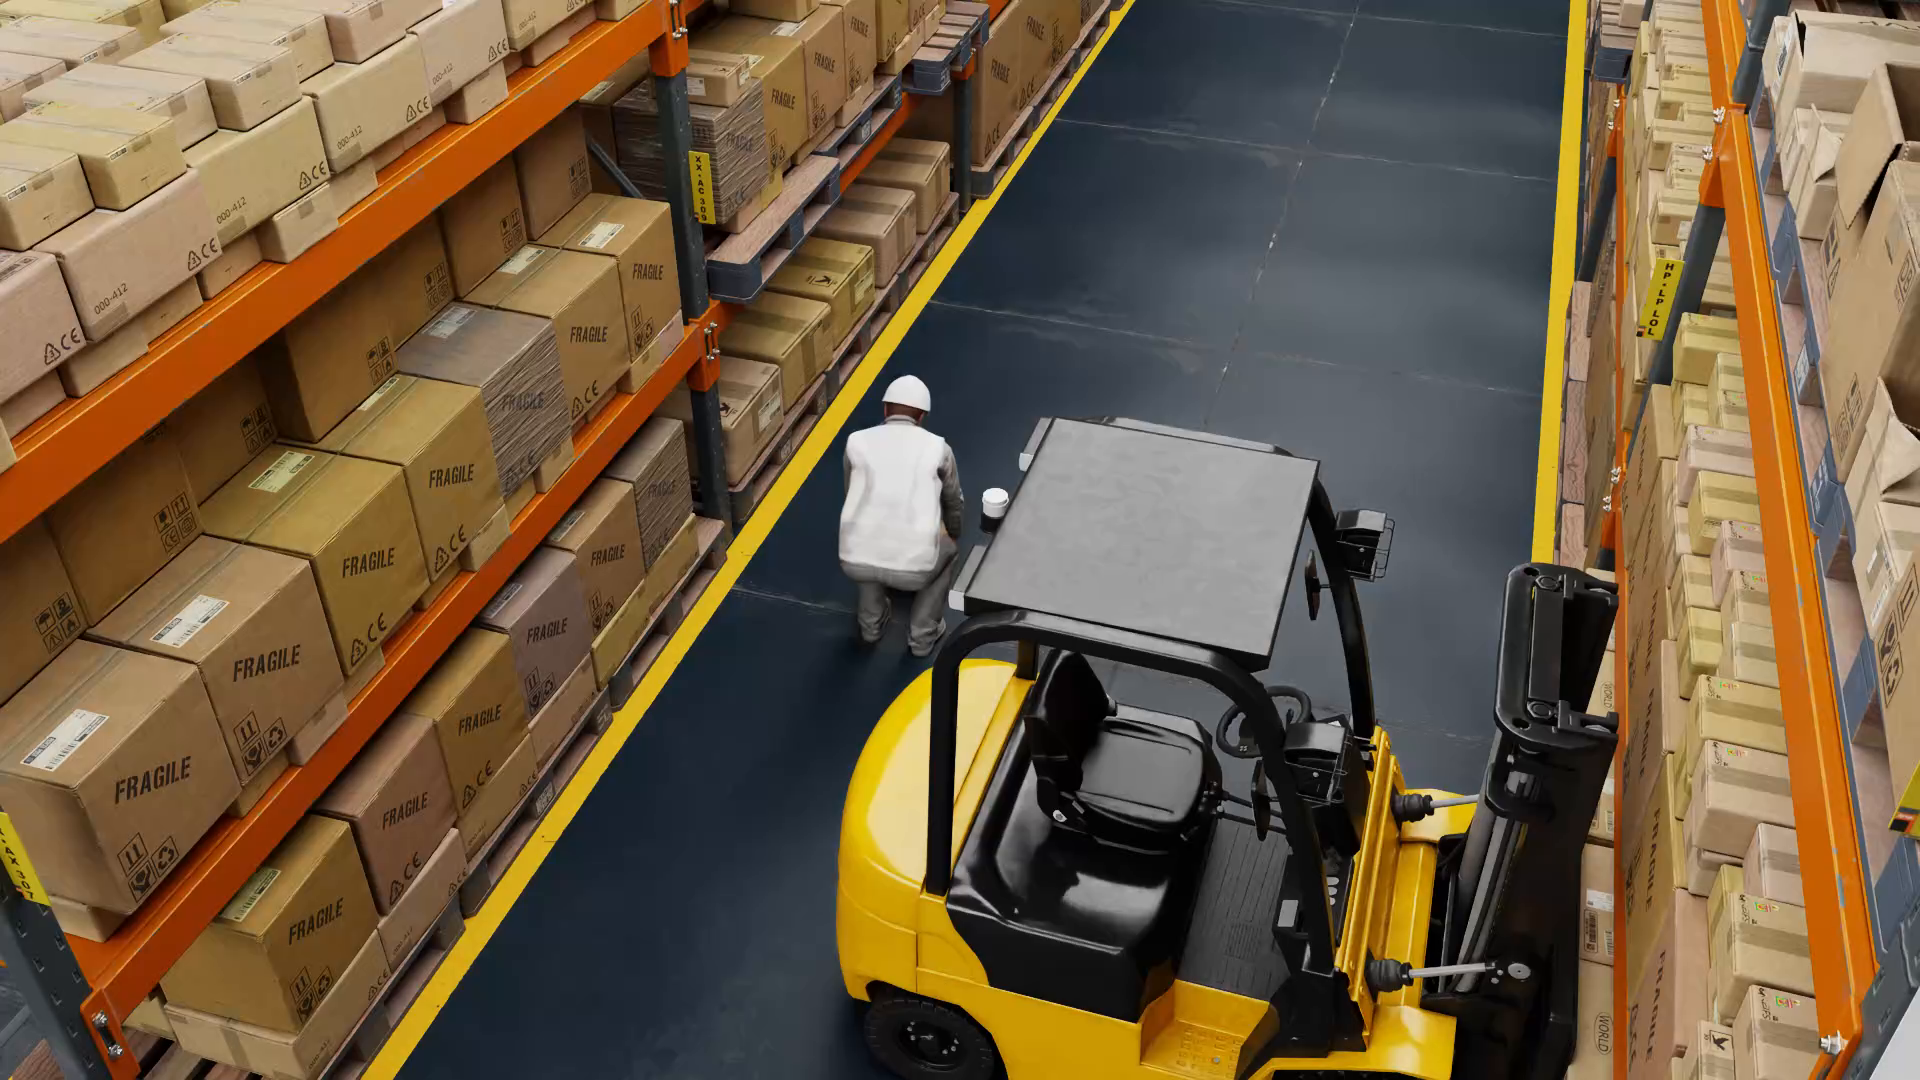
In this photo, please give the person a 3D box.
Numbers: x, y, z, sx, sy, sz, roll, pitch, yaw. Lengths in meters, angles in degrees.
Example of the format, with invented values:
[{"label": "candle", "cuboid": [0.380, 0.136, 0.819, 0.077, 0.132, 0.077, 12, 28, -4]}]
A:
[{"label": "person", "cuboid": [-0.295, -0.081, 7.522, 0.560, 1.126, 0.875, 8, 38, 11]}]
